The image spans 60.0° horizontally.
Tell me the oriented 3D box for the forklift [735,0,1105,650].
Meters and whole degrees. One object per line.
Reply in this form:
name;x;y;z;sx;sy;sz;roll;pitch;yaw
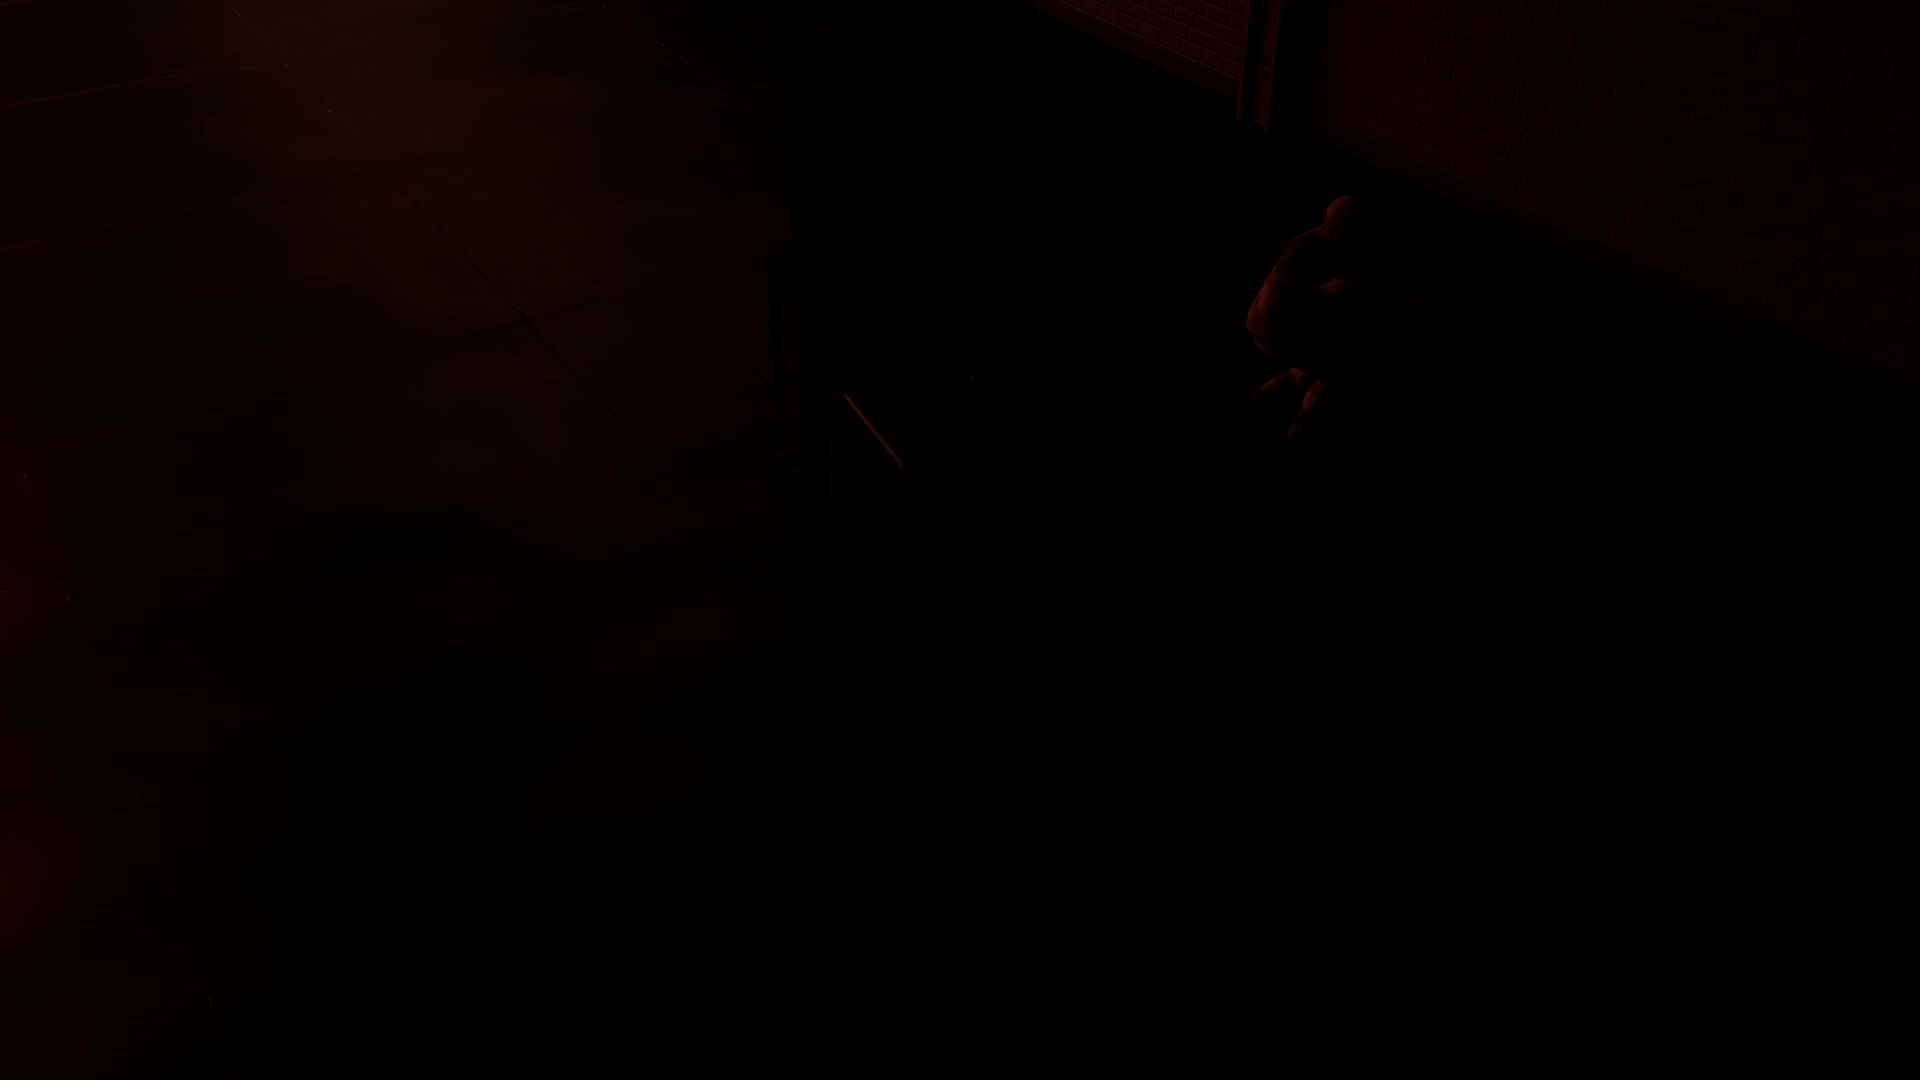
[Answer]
forklift;-0.393;-1.517;8.307;1.130;2.935;3.031;-15;38;-20

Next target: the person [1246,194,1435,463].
person;2.042;-1.143;9.031;0.979;1.482;0.796;12;37;17
